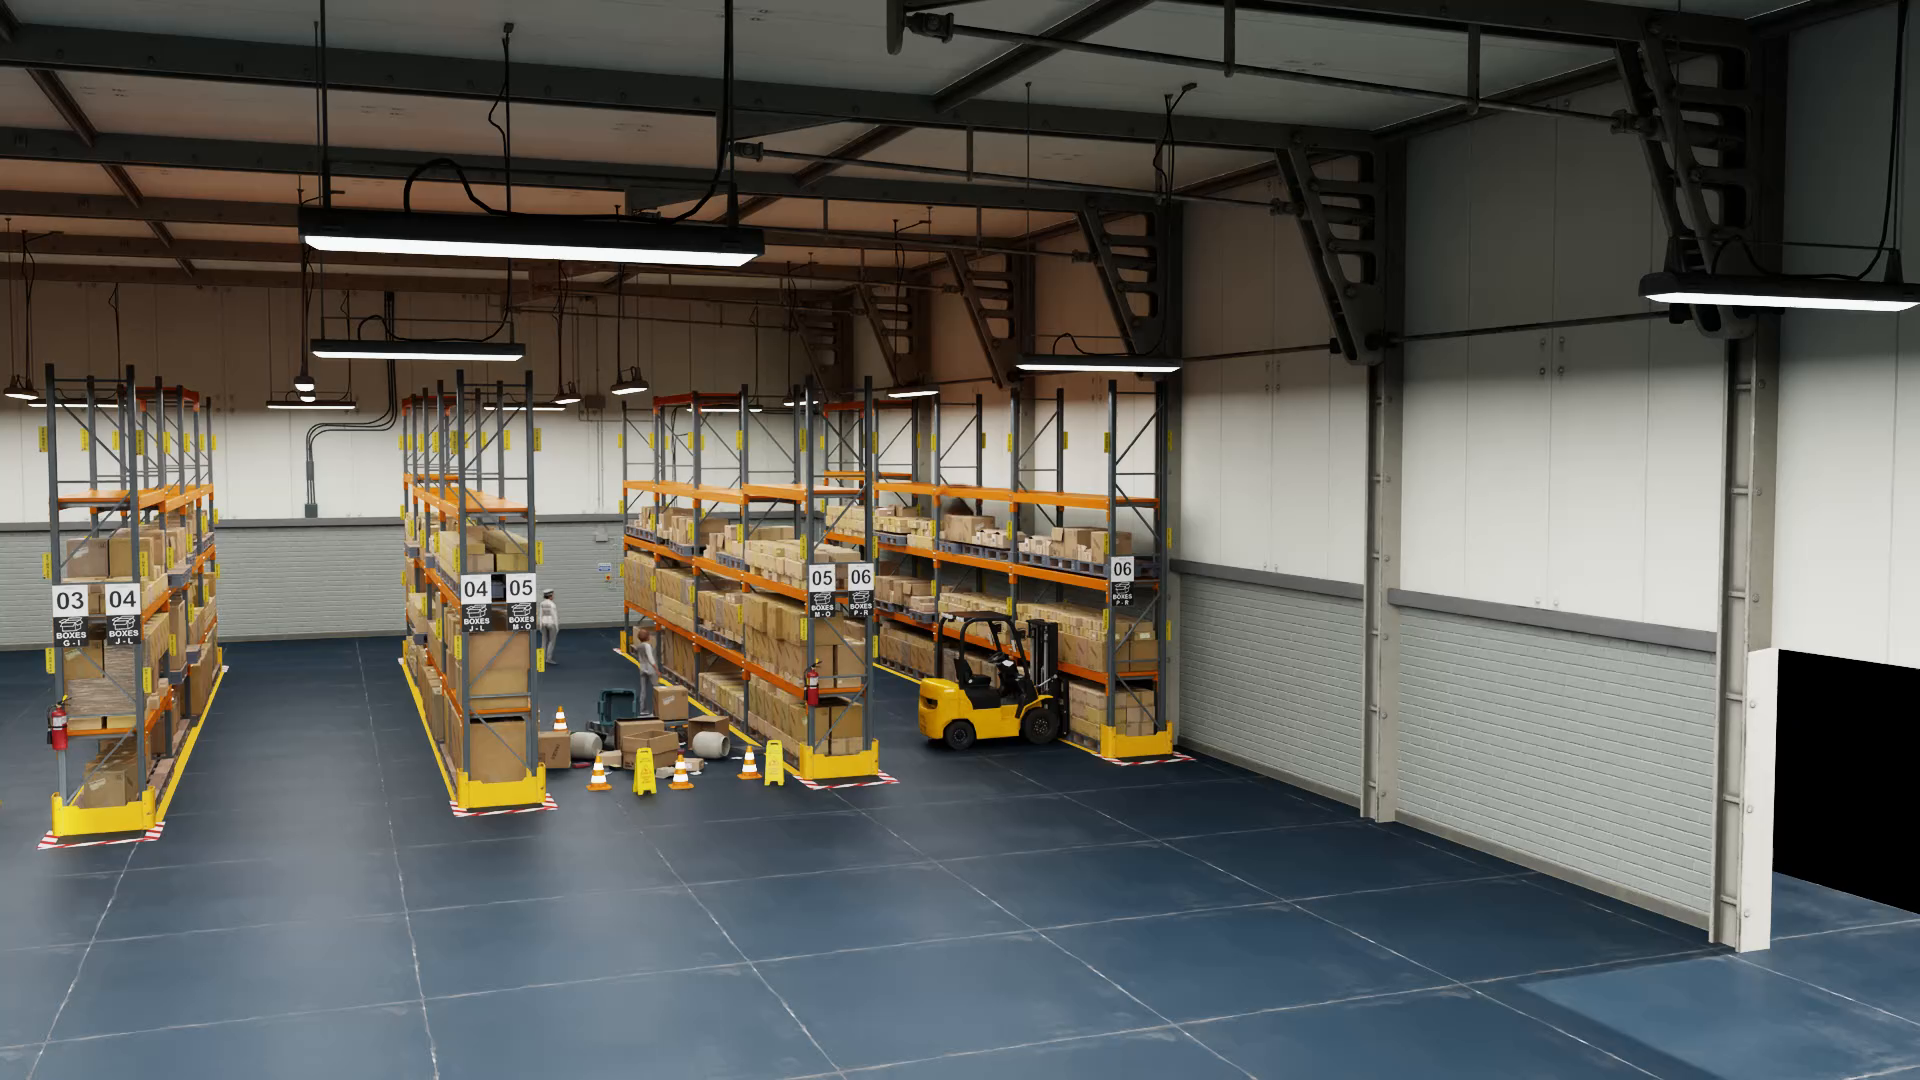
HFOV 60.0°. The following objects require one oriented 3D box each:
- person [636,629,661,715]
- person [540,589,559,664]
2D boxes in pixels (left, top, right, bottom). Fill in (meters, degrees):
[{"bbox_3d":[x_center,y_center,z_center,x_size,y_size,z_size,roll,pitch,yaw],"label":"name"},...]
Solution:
[{"bbox_3d":[-5.685,2.429,30.514,0.510,1.593,0.401,2,4,28],"label":"person"},{"bbox_3d":[-9.335,1.966,37.772,0.564,1.721,0.365,2,4,32],"label":"person"}]
